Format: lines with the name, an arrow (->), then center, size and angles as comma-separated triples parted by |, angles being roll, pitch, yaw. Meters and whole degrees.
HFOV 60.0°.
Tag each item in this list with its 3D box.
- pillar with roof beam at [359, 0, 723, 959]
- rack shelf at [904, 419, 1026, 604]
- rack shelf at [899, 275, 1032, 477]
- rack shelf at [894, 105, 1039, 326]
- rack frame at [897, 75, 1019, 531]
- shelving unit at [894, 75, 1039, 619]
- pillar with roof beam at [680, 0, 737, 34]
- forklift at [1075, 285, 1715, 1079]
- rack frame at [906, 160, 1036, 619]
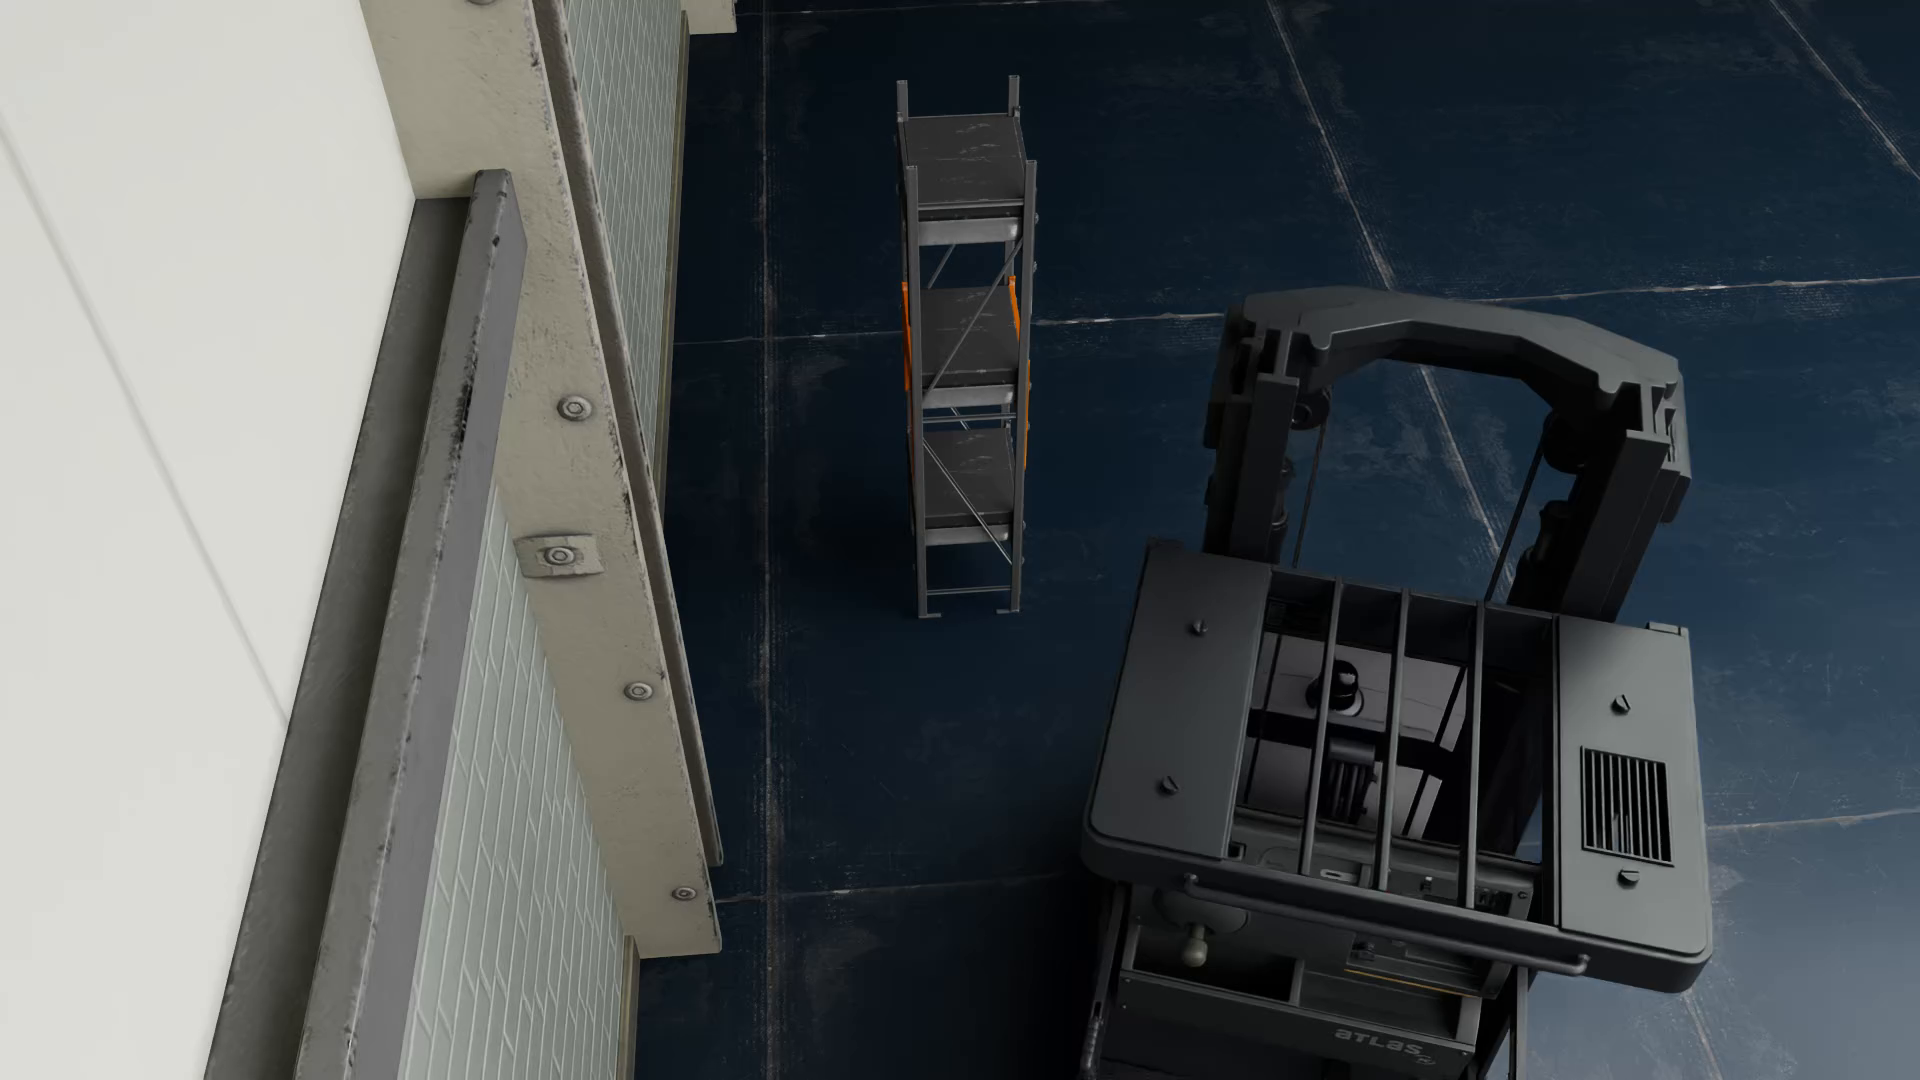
pillar with roof beam -> 3.319, -2.108, 2.685 | 9.100, 9.000, 0.400 | -3, 47, -3
rack shelf -> 0.014, -0.112, 6.529 | 0.431, 0.518, 0.480 | -3, 47, -3
rack shelf -> 0.014, -0.593, 6.021 | 0.431, 0.518, 0.480 | -3, 47, -3
rack shelf -> 0.014, -1.074, 5.512 | 0.431, 0.518, 0.480 | -3, 47, -3
rack frame -> -0.007, -0.779, 6.178 | 0.400, 2.100, 0.015 | -3, 47, -3
shelving unit -> 0.014, -0.602, 6.011 | 0.431, 2.100, 0.503 | -3, 47, -3
pillar with roof beam -> 2.817, -6.449, 6.796 | 9.100, 9.000, 0.400 | -3, 47, -3
forklift -> 0.846, 1.003, 3.918 | 1.130, 2.935, 3.031 | 10, 47, 9
rack frame -> 0.034, -0.426, 5.844 | 0.400, 2.100, 0.015 | -3, 47, -3
